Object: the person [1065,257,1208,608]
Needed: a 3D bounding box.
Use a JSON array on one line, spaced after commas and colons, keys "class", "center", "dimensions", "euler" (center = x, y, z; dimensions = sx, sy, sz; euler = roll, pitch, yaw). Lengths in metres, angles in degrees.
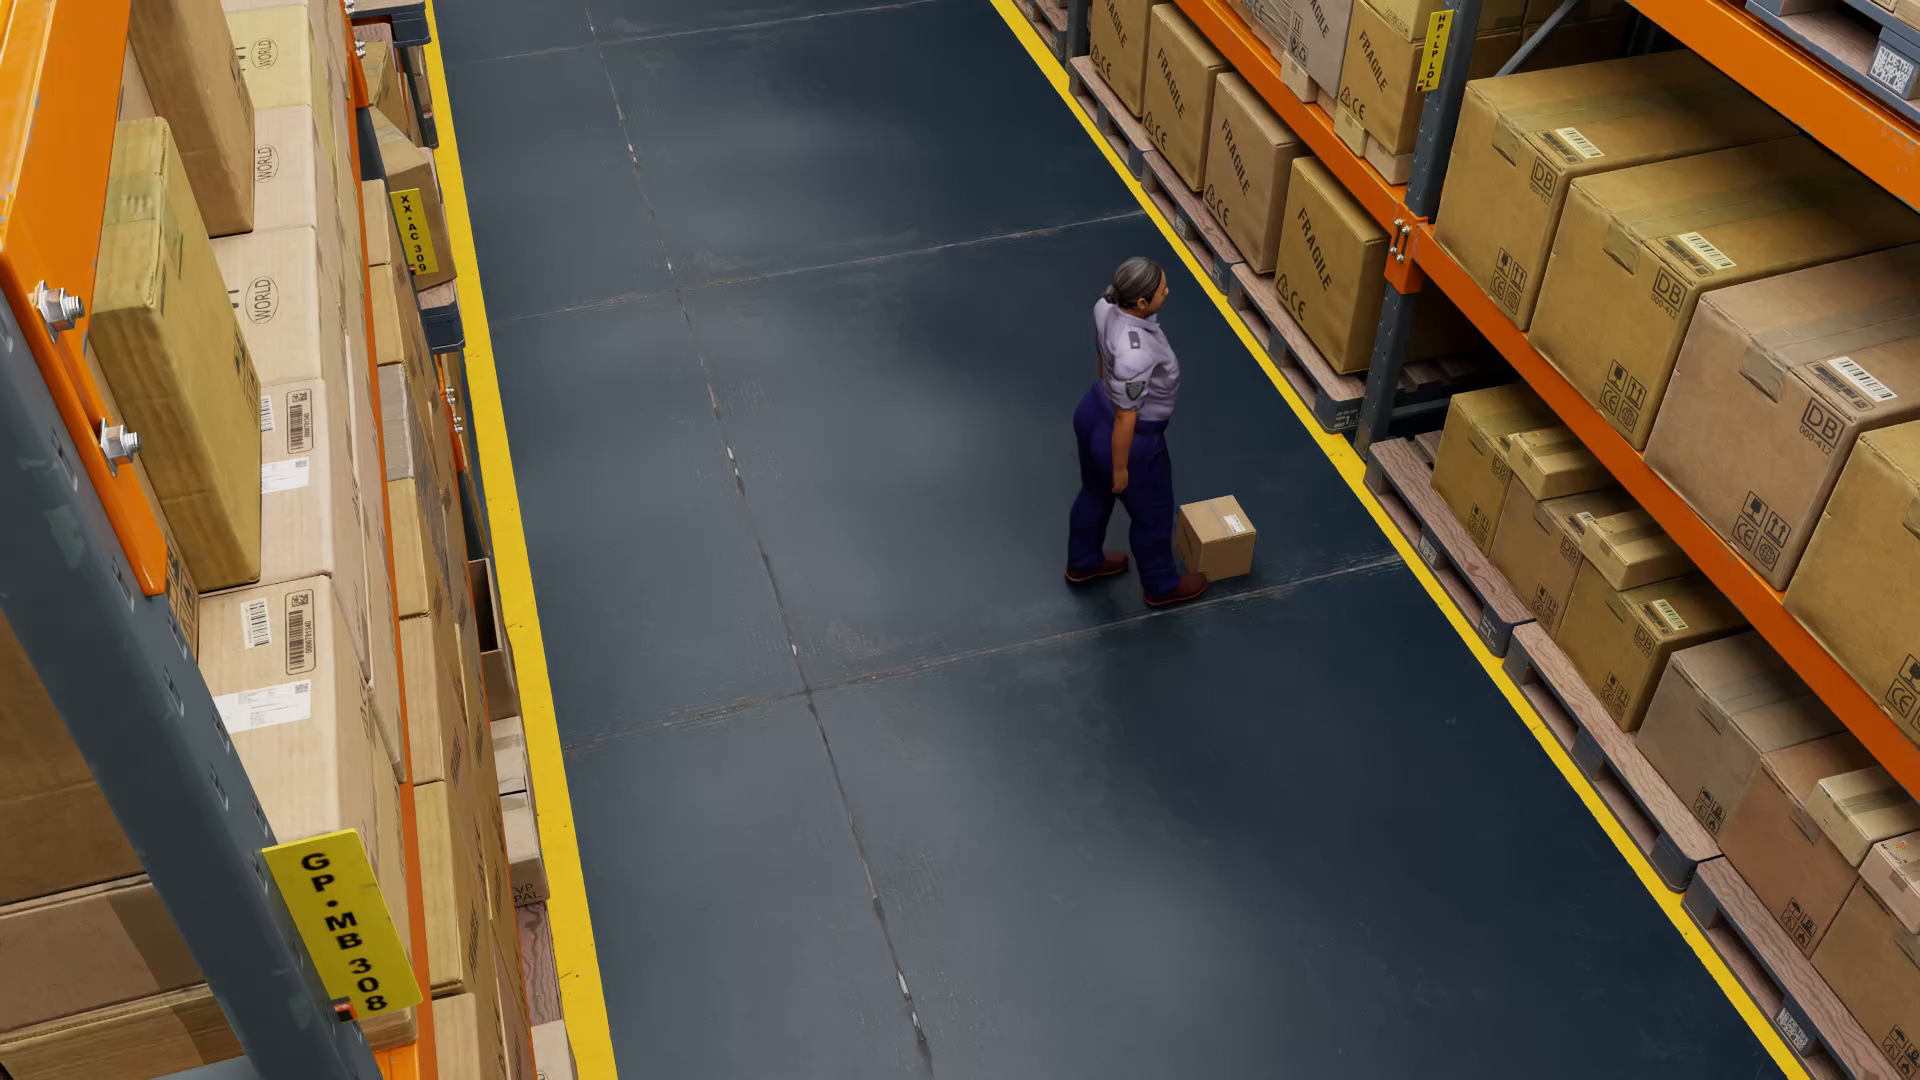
[{"class": "person", "center": [0.748, -0.449, 6.655], "dimensions": [0.564, 1.642, 0.480], "euler": [-11, 44, -12]}]
